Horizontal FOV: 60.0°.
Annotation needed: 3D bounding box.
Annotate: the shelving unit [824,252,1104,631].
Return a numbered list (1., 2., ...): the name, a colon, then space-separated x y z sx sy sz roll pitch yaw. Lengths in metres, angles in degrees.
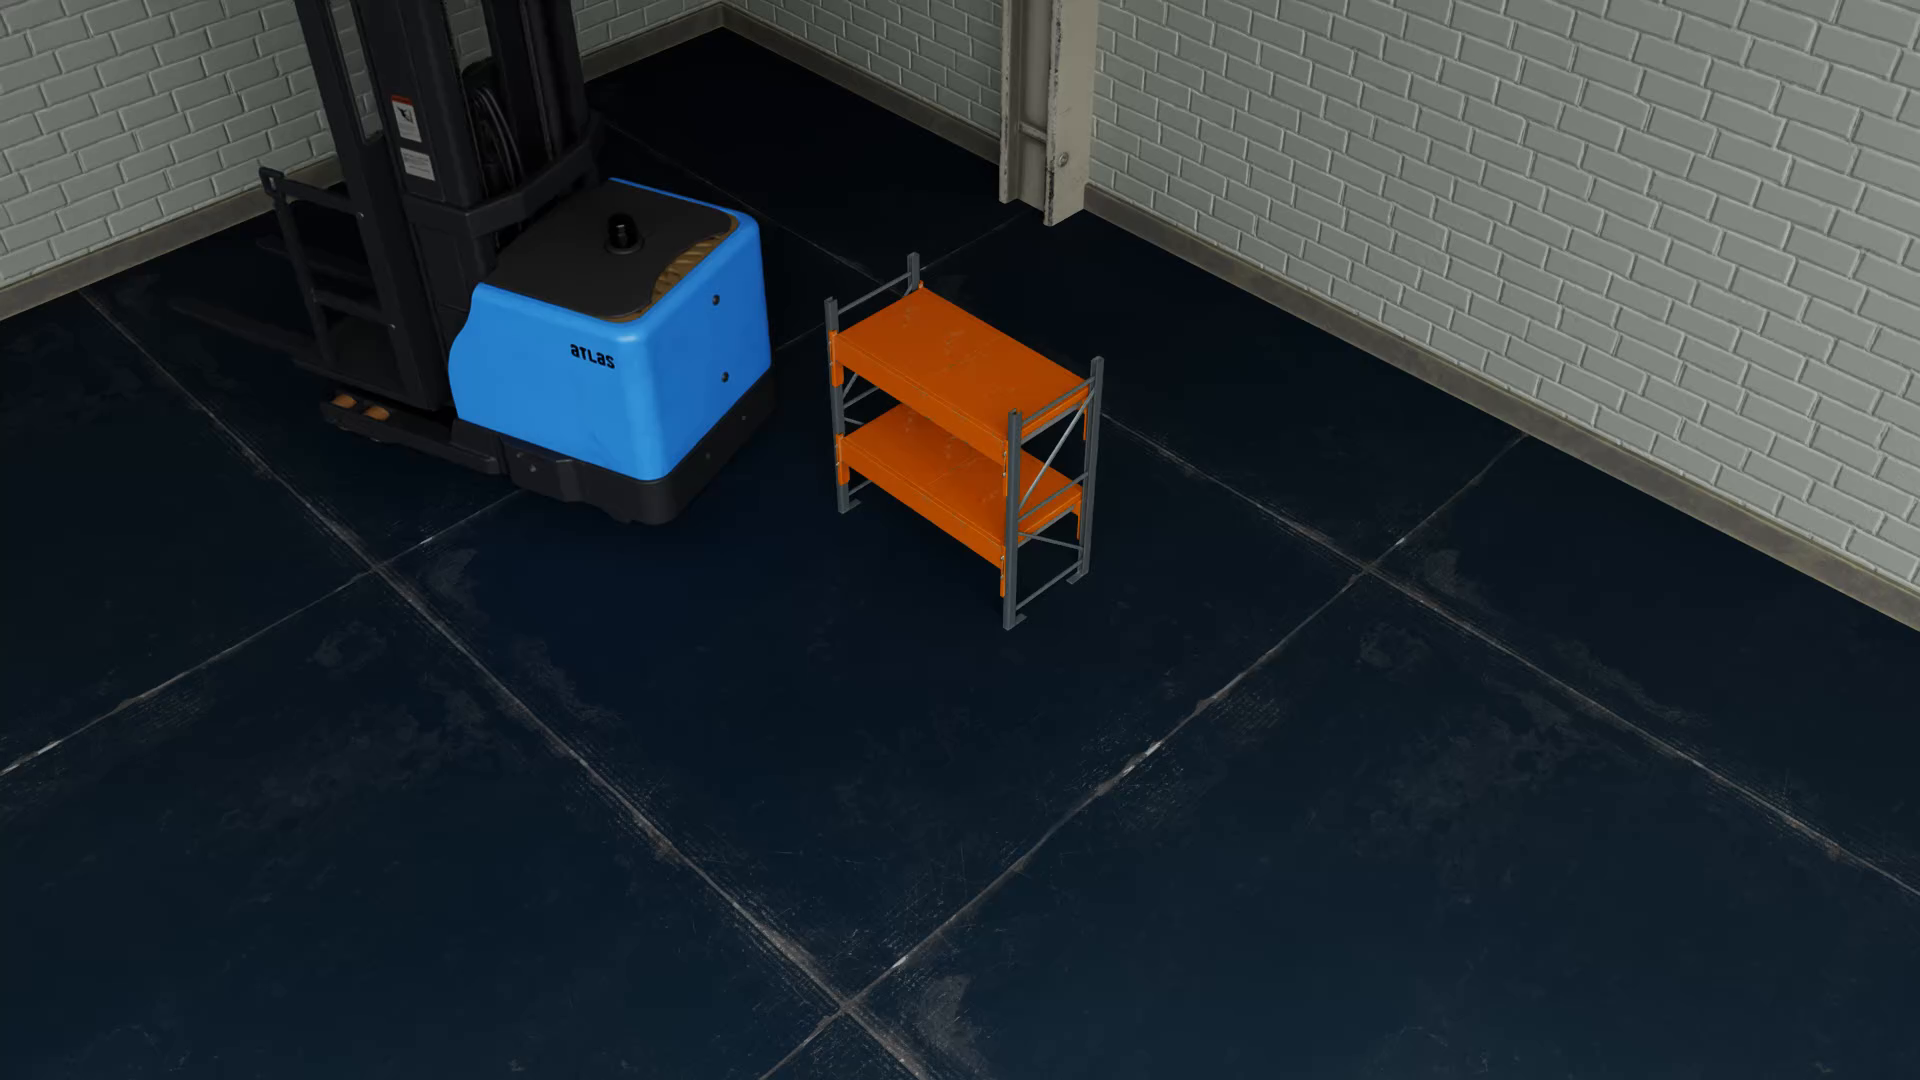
1. shelving unit: 0.005 -0.410 6.865 0.538 1.125 1.048 -34 53 -31

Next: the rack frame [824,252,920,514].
1. rack frame: -0.354 -0.654 7.129 0.500 1.125 0.032 -34 53 -31

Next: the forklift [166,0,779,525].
1. forklift: -2.409 -1.836 7.077 3.031 2.935 1.130 18 46 19

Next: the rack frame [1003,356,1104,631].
1. rack frame: 0.364 -0.166 6.600 0.500 1.125 0.032 -34 53 -31

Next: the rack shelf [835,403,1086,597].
1. rack shelf: 0.005 -0.230 7.031 0.538 0.278 1.000 -34 53 -31

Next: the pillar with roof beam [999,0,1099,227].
1. pillar with roof beam: -2.586 -3.124 4.000 9.100 9.000 0.400 -34 53 -31

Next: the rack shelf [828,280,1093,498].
1. rack shelf: 0.005 -0.625 6.666 0.538 0.278 1.000 -34 53 -31
